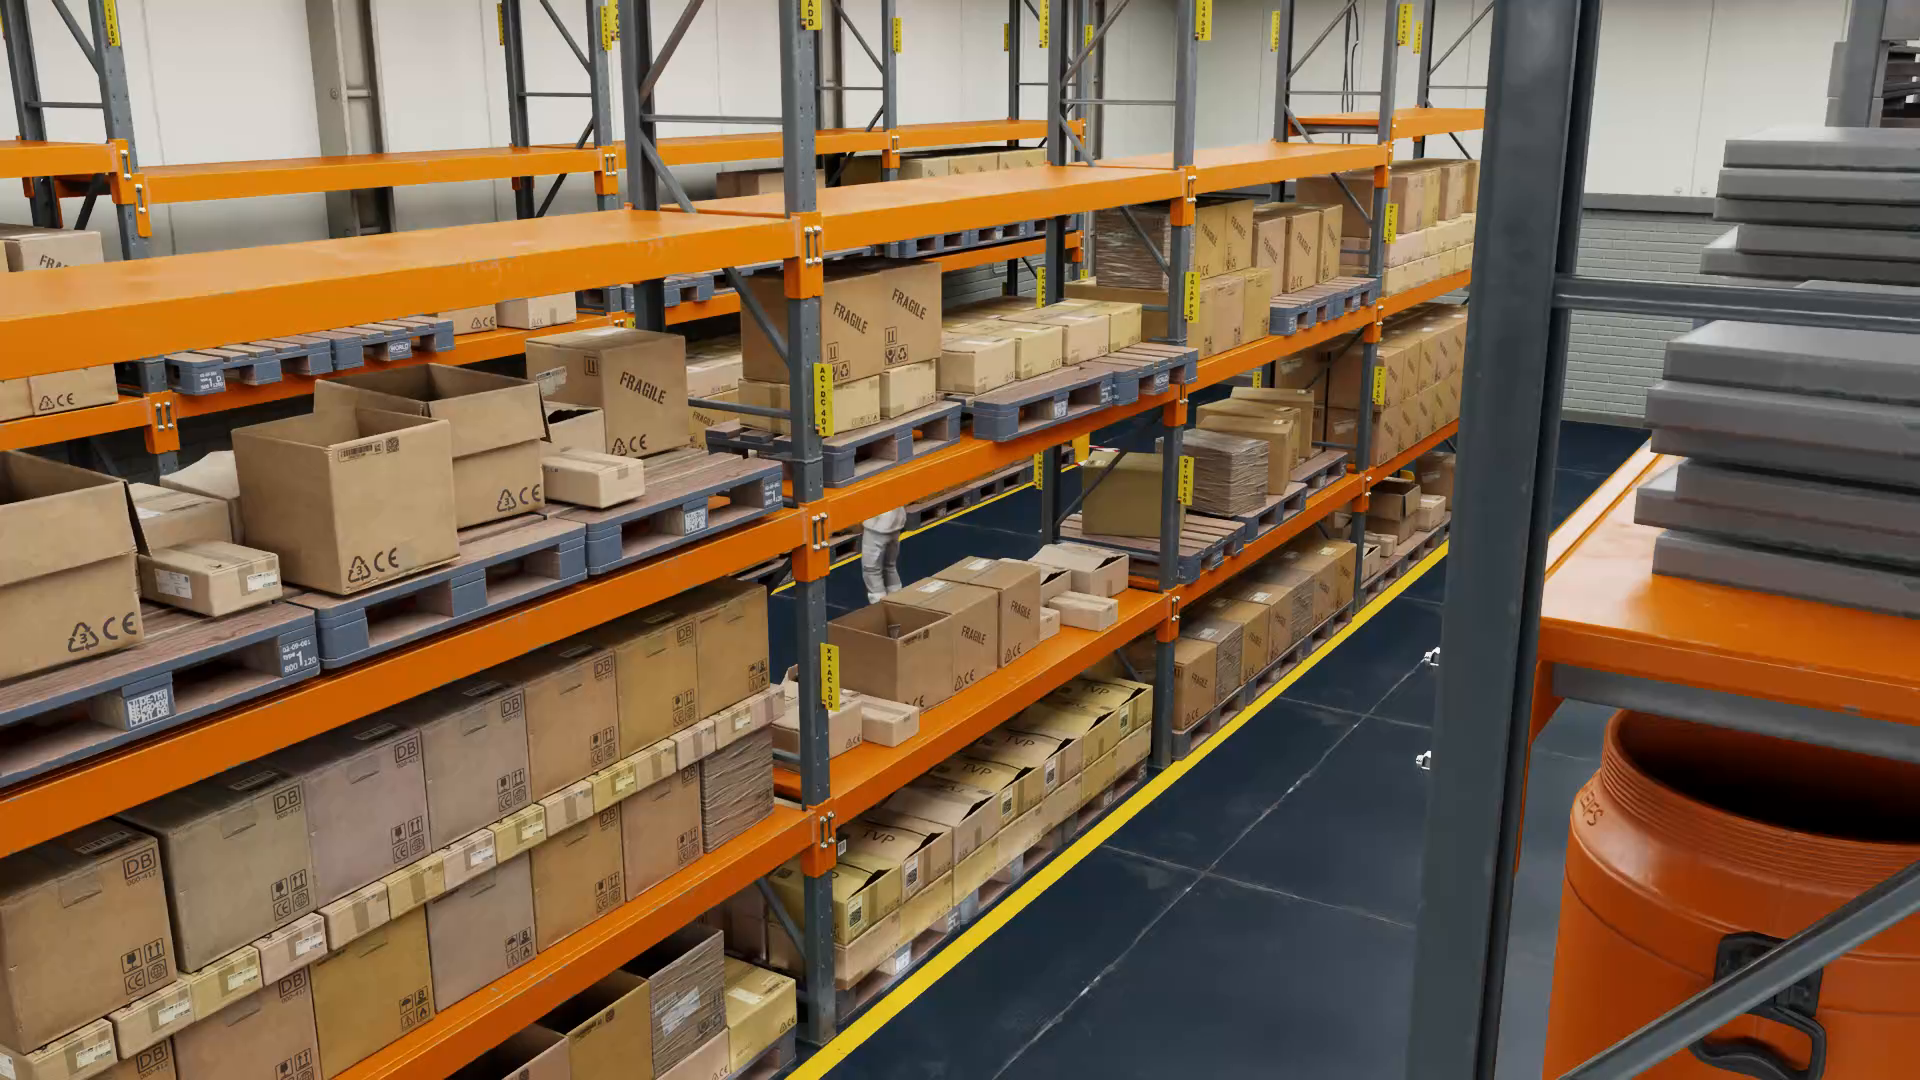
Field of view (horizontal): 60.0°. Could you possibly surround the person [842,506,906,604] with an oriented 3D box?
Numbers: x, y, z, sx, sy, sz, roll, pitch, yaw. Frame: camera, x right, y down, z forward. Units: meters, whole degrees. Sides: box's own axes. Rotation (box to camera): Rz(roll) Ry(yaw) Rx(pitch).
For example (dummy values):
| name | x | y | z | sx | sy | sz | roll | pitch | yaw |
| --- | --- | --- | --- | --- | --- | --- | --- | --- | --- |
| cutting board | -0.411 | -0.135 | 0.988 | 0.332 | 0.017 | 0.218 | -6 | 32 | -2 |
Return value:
| name | x | y | z | sx | sy | sz | roll | pitch | yaw |
| --- | --- | --- | --- | --- | --- | --- | --- | --- | --- |
| person | -0.743 | -0.115 | 14.379 | 0.519 | 1.794 | 0.526 | 9 | 19 | 30 |
